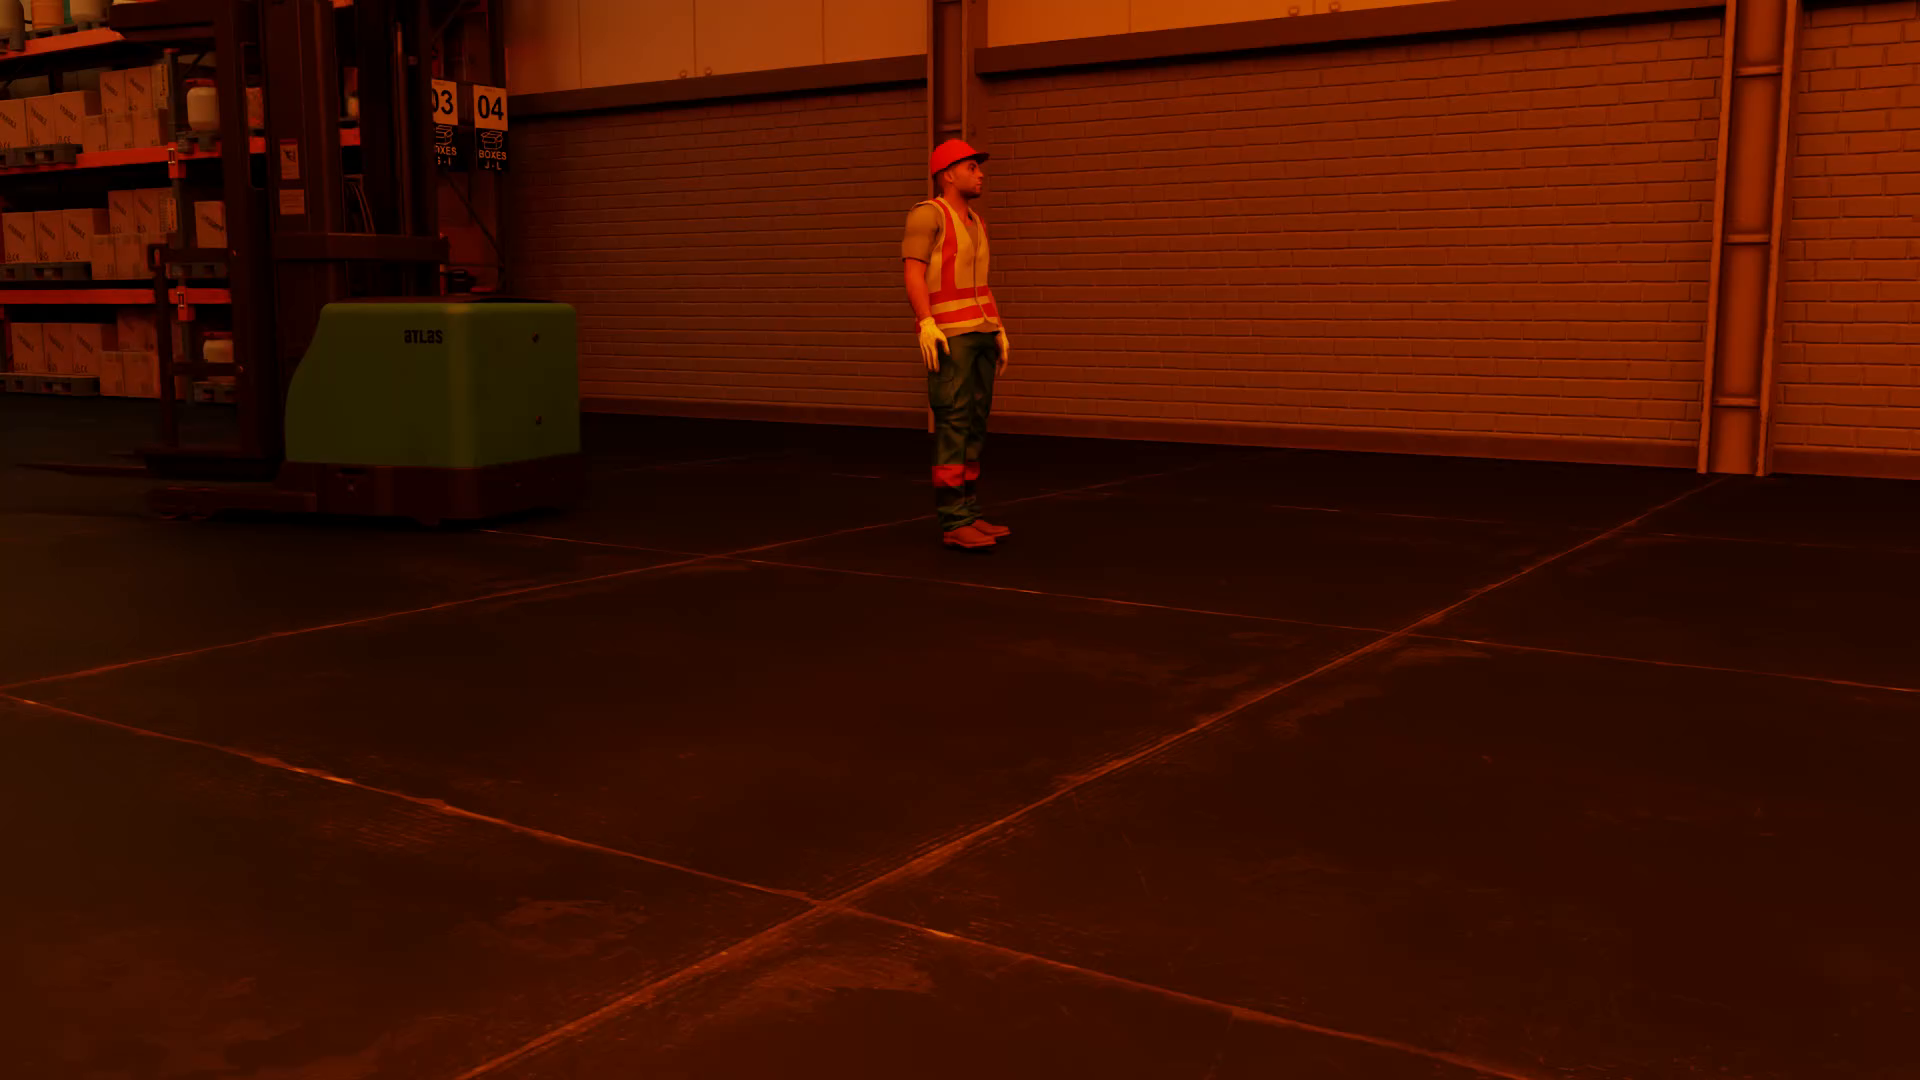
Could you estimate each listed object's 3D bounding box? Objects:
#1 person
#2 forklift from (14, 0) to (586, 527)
[{"bbox_3d":[0.060,-0.885,7.422,0.562,1.790,0.637,5,10,34],"label":"person"},{"bbox_3d":[-3.523,-1.611,8.525,3.031,2.935,1.130,3,9,19],"label":"forklift"}]
